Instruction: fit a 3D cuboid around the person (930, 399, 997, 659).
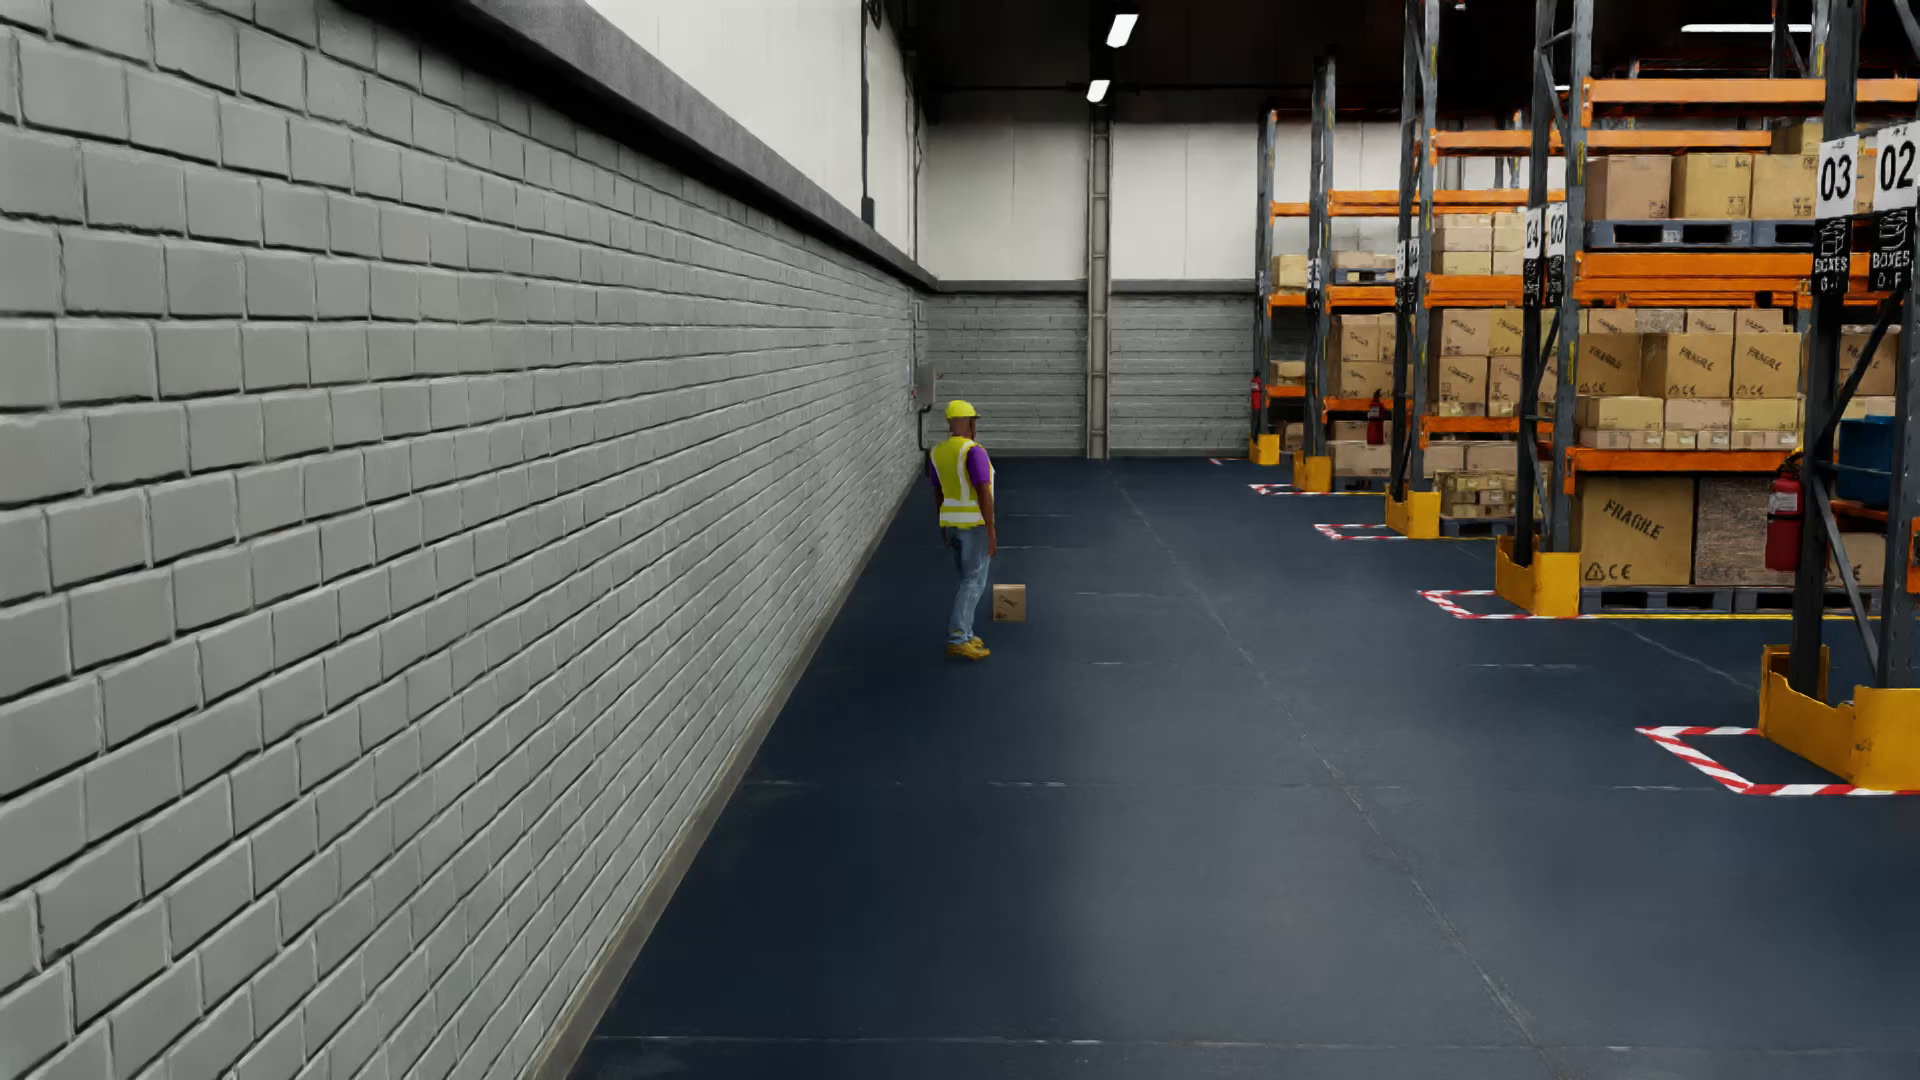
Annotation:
[{"bbox_3d":[0.036,-0.085,11.410,0.508,1.747,0.716,-5,9,-35],"label":"person"}]
